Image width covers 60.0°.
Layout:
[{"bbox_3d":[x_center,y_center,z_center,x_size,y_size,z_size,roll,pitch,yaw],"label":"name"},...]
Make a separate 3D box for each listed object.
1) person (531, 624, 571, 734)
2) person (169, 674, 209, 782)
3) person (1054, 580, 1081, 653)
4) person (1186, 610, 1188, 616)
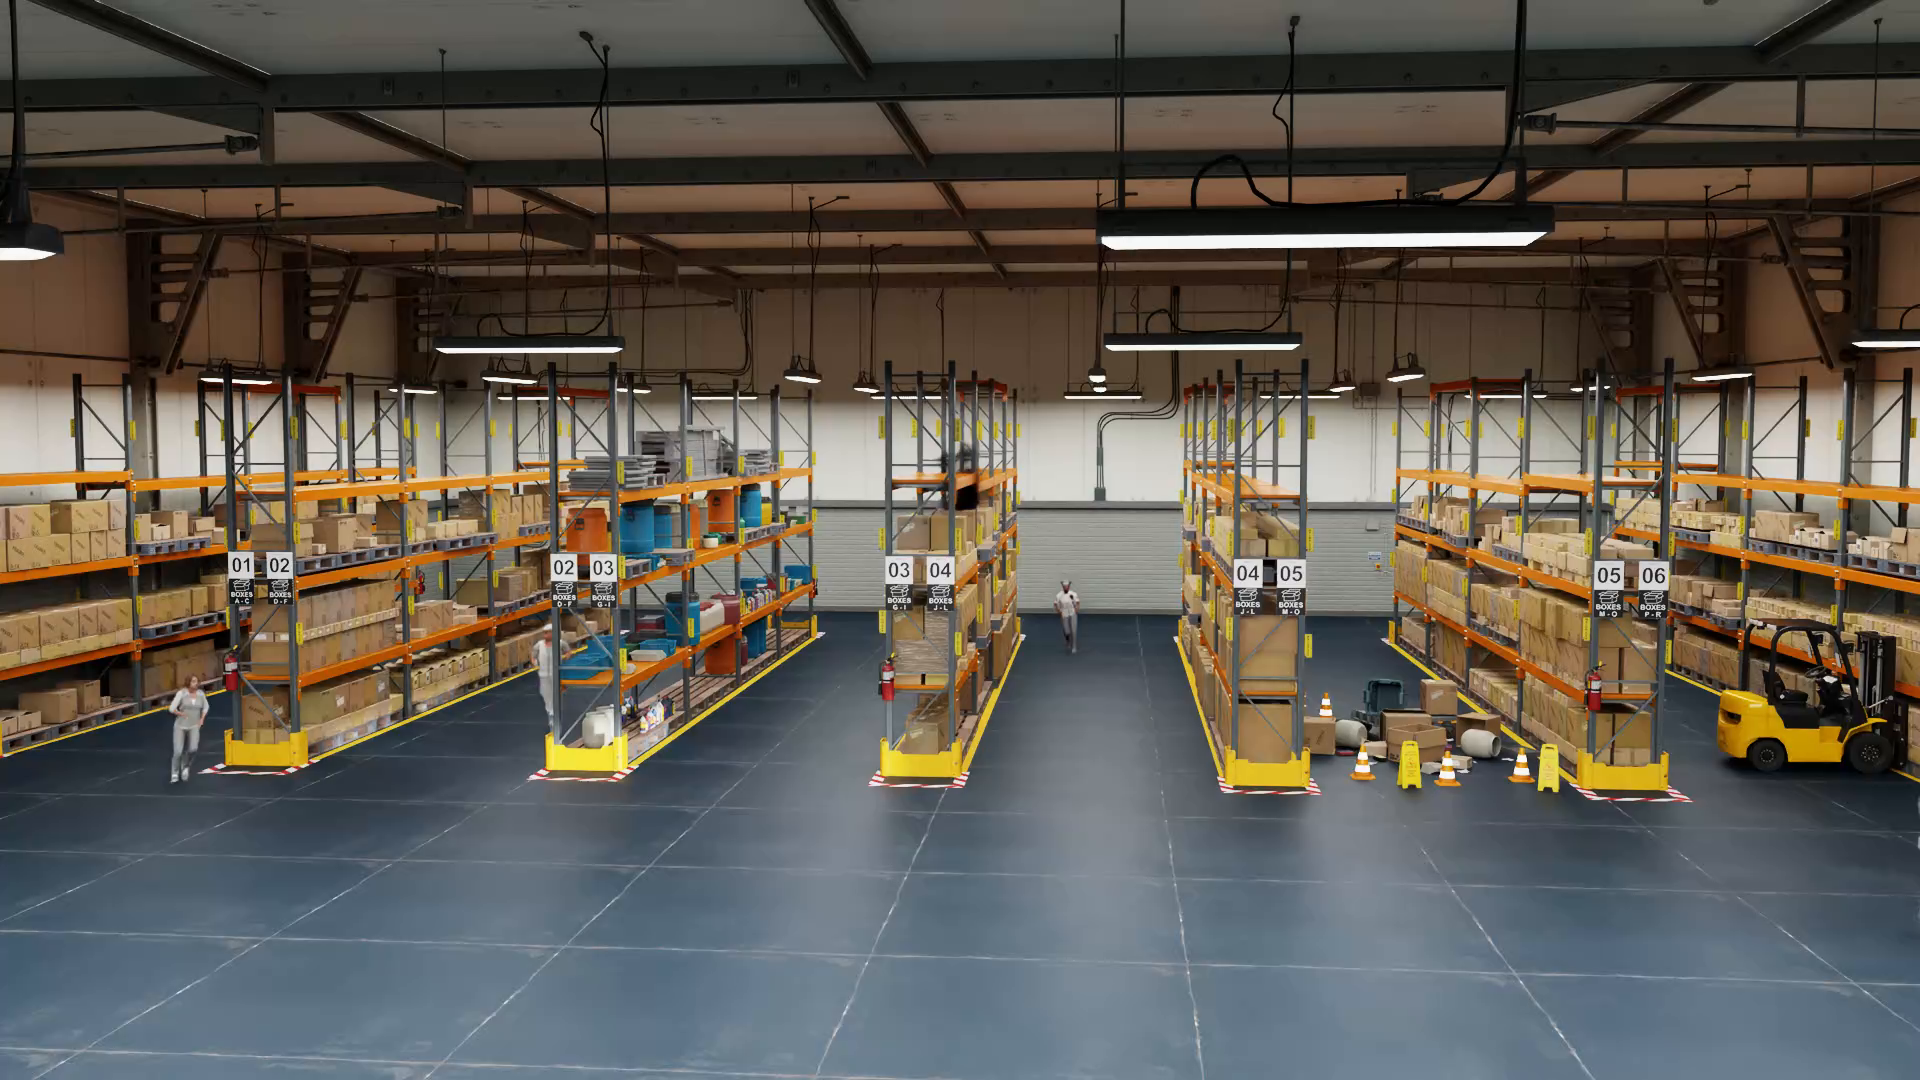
[{"bbox_3d":[-6.797,2.290,27.603,0.613,1.823,0.894,0,4,-2],"label":"person"},{"bbox_3d":[-10.940,2.673,23.645,0.543,1.532,0.557,-2,4,-32],"label":"person"},{"bbox_3d":[2.435,1.717,37.659,0.598,1.655,0.600,0,4,-1],"label":"person"},{"bbox_3d":[5.695,1.520,40.742,0.521,1.595,0.849,0,4,7],"label":"person"}]
